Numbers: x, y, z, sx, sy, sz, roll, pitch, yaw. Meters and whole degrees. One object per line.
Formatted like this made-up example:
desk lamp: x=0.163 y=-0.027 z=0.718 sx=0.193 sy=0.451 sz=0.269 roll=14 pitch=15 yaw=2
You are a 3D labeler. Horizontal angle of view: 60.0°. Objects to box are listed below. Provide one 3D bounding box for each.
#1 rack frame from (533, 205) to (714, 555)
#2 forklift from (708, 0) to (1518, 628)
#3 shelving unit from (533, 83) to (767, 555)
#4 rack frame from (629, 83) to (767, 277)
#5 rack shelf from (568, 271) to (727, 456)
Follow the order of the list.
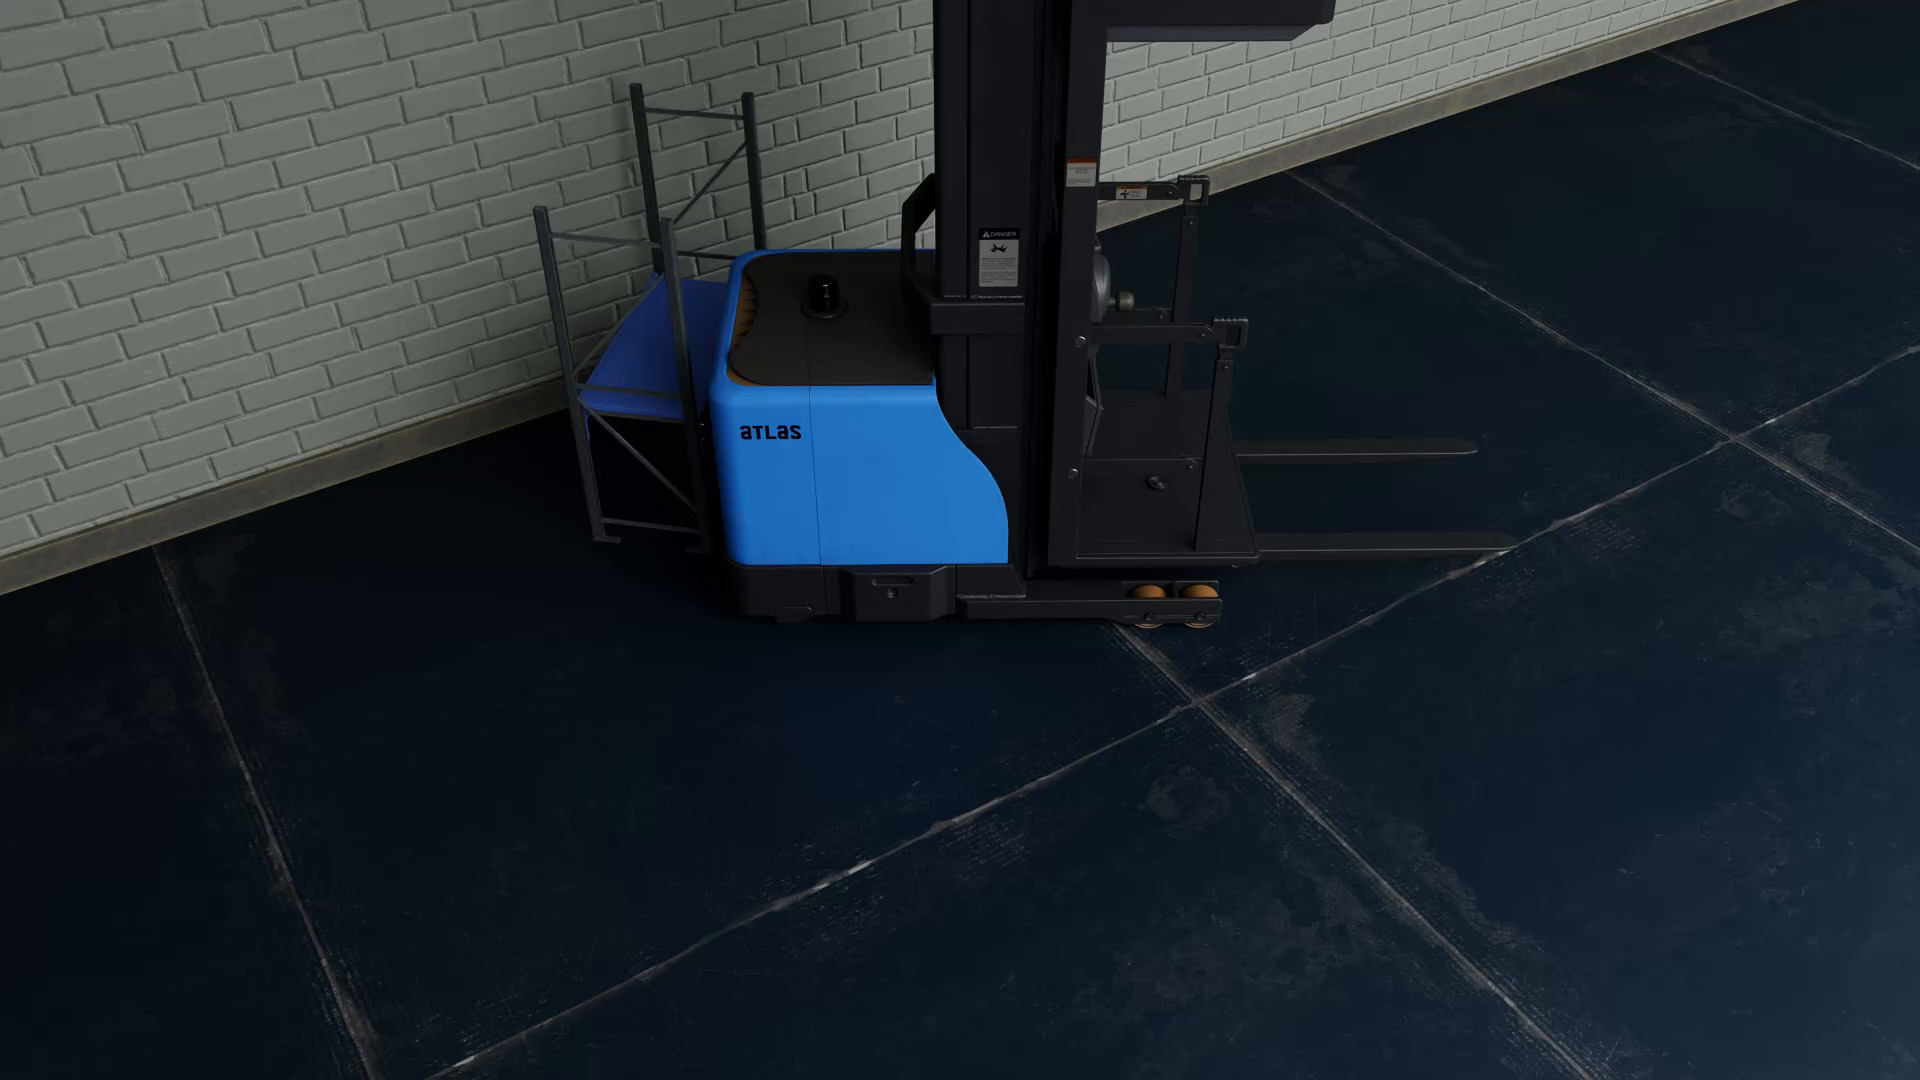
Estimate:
rack frame: x=-1.239 y=-0.555 z=6.244 sx=0.500 sy=1.500 sz=0.032 roll=7 pitch=40 yaw=8
forklift: x=0.622 y=-1.131 z=5.818 sx=3.031 sy=2.935 sz=1.130 roll=0 pitch=40 yaw=-1
shelving unit: x=-1.148 y=-0.875 z=6.628 sx=0.538 sy=1.500 sz=1.048 roll=7 pitch=40 yaw=8
rack frame: x=-1.056 y=-1.195 z=7.012 sx=0.500 sy=1.500 sz=0.032 roll=7 pitch=40 yaw=8
rack shelf: x=-1.148 y=-0.737 z=6.743 sx=0.538 sy=0.185 sz=1.000 roll=7 pitch=40 yaw=8
